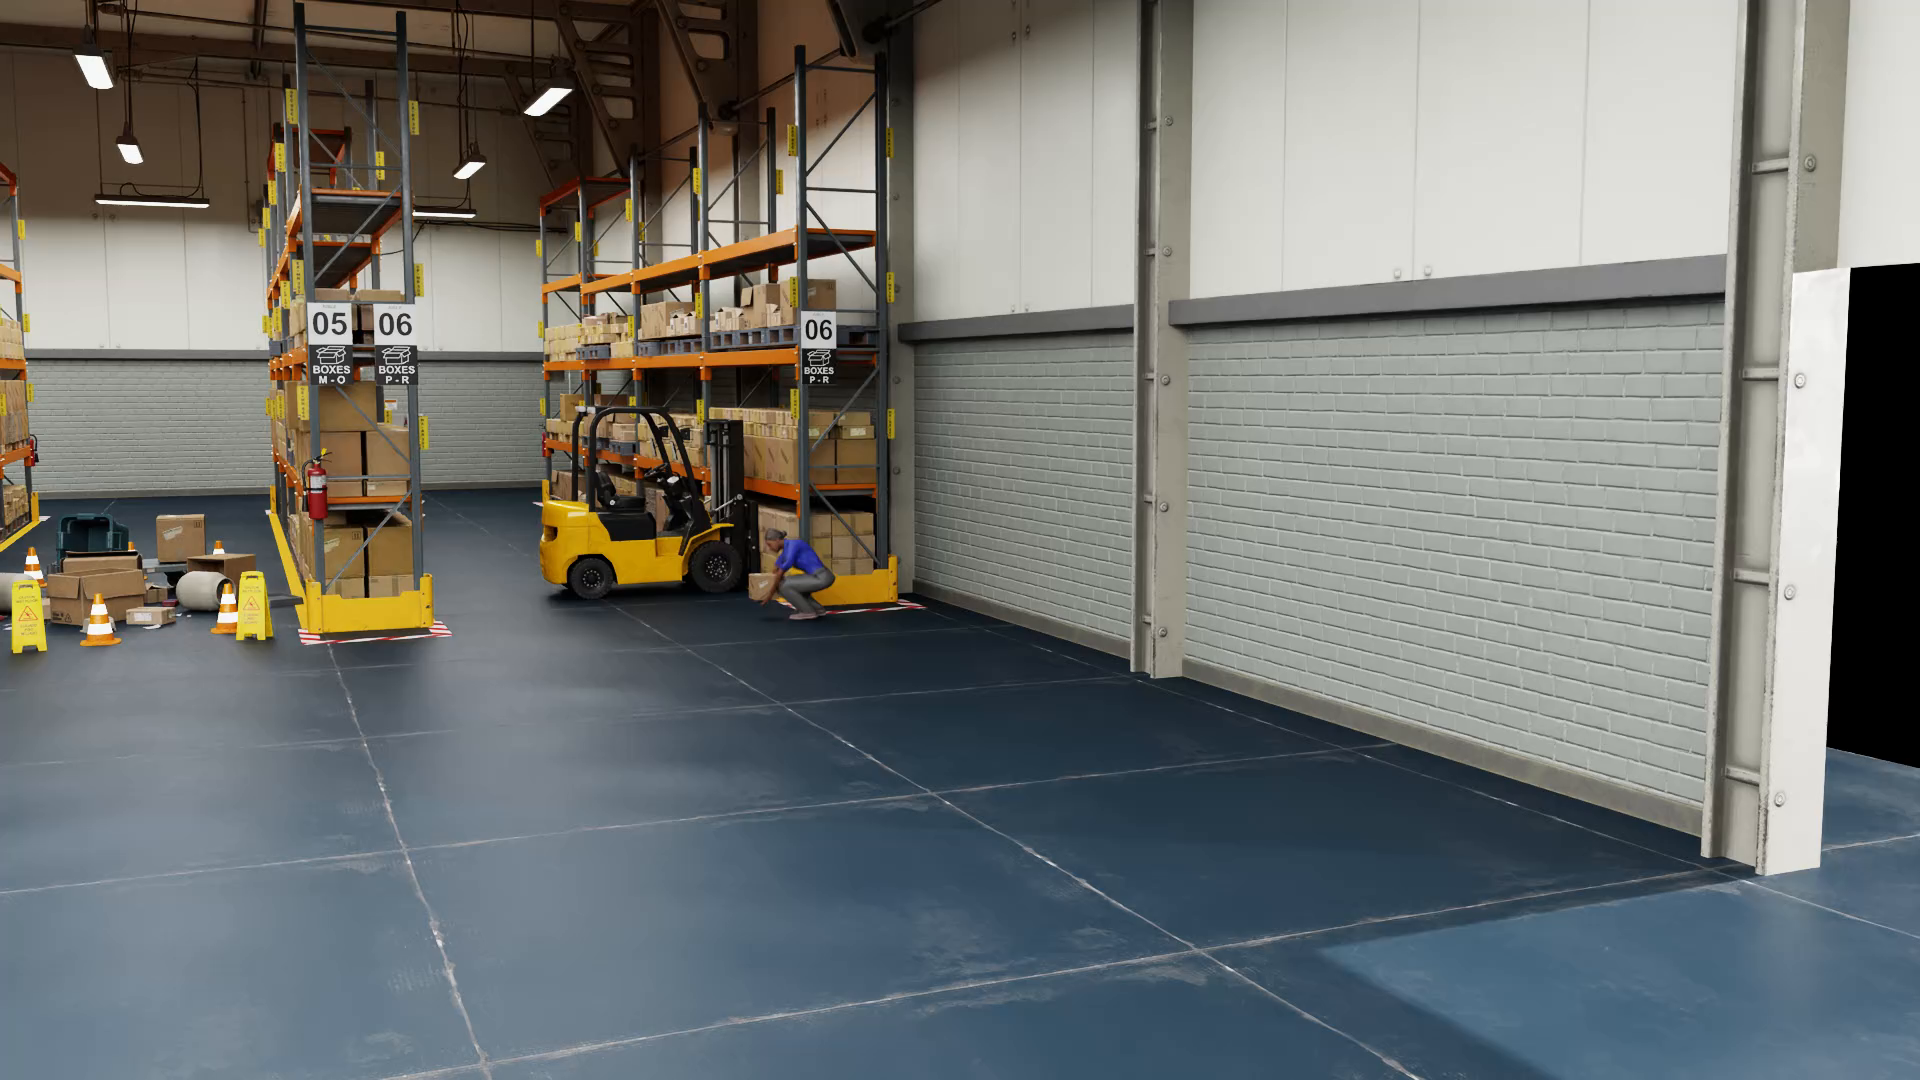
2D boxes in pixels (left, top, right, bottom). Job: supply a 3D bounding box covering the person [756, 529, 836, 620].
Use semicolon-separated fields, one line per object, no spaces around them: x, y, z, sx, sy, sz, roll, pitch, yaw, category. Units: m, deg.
-1.732;0.349;17.213;0.879;0.946;0.454;0;6;2;person
